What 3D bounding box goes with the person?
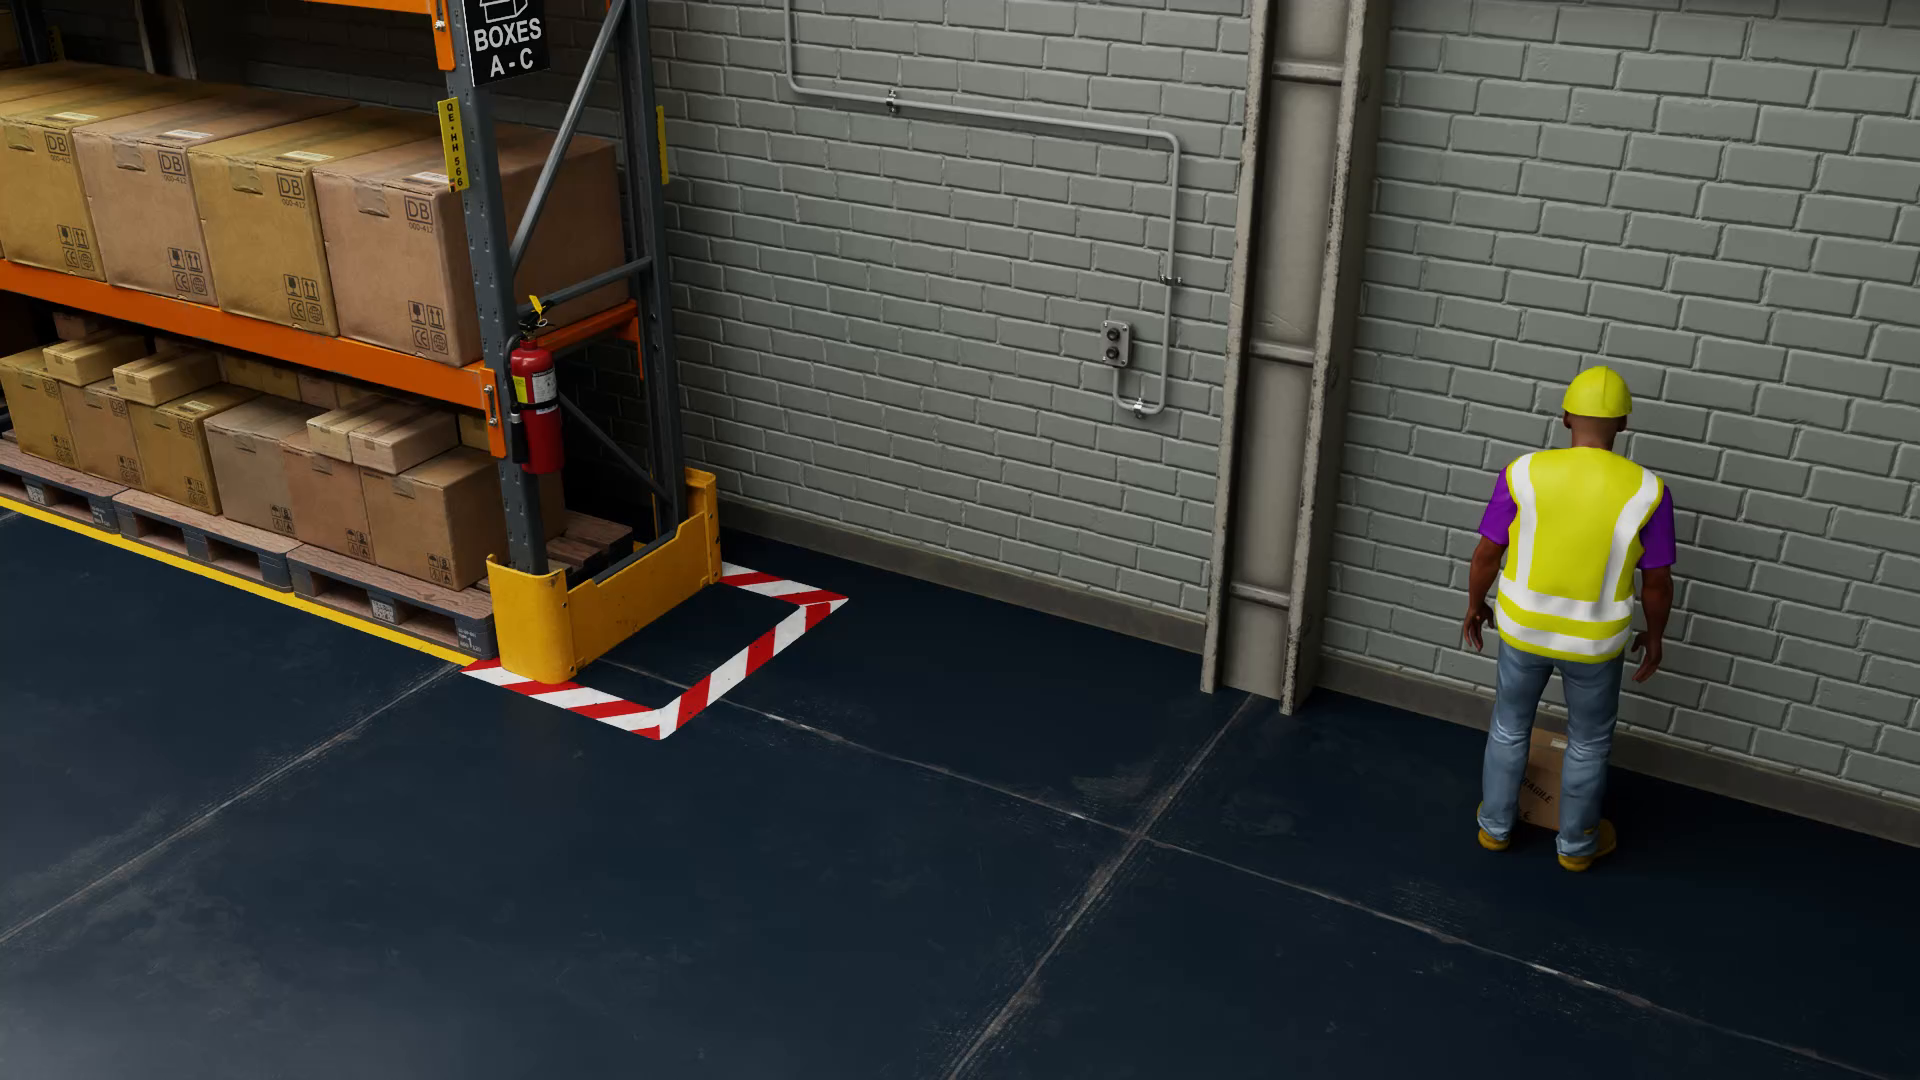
[{"bbox_3d":[2.010,0.278,5.538,0.635,1.756,0.456,12,29,23],"label":"person"}]
